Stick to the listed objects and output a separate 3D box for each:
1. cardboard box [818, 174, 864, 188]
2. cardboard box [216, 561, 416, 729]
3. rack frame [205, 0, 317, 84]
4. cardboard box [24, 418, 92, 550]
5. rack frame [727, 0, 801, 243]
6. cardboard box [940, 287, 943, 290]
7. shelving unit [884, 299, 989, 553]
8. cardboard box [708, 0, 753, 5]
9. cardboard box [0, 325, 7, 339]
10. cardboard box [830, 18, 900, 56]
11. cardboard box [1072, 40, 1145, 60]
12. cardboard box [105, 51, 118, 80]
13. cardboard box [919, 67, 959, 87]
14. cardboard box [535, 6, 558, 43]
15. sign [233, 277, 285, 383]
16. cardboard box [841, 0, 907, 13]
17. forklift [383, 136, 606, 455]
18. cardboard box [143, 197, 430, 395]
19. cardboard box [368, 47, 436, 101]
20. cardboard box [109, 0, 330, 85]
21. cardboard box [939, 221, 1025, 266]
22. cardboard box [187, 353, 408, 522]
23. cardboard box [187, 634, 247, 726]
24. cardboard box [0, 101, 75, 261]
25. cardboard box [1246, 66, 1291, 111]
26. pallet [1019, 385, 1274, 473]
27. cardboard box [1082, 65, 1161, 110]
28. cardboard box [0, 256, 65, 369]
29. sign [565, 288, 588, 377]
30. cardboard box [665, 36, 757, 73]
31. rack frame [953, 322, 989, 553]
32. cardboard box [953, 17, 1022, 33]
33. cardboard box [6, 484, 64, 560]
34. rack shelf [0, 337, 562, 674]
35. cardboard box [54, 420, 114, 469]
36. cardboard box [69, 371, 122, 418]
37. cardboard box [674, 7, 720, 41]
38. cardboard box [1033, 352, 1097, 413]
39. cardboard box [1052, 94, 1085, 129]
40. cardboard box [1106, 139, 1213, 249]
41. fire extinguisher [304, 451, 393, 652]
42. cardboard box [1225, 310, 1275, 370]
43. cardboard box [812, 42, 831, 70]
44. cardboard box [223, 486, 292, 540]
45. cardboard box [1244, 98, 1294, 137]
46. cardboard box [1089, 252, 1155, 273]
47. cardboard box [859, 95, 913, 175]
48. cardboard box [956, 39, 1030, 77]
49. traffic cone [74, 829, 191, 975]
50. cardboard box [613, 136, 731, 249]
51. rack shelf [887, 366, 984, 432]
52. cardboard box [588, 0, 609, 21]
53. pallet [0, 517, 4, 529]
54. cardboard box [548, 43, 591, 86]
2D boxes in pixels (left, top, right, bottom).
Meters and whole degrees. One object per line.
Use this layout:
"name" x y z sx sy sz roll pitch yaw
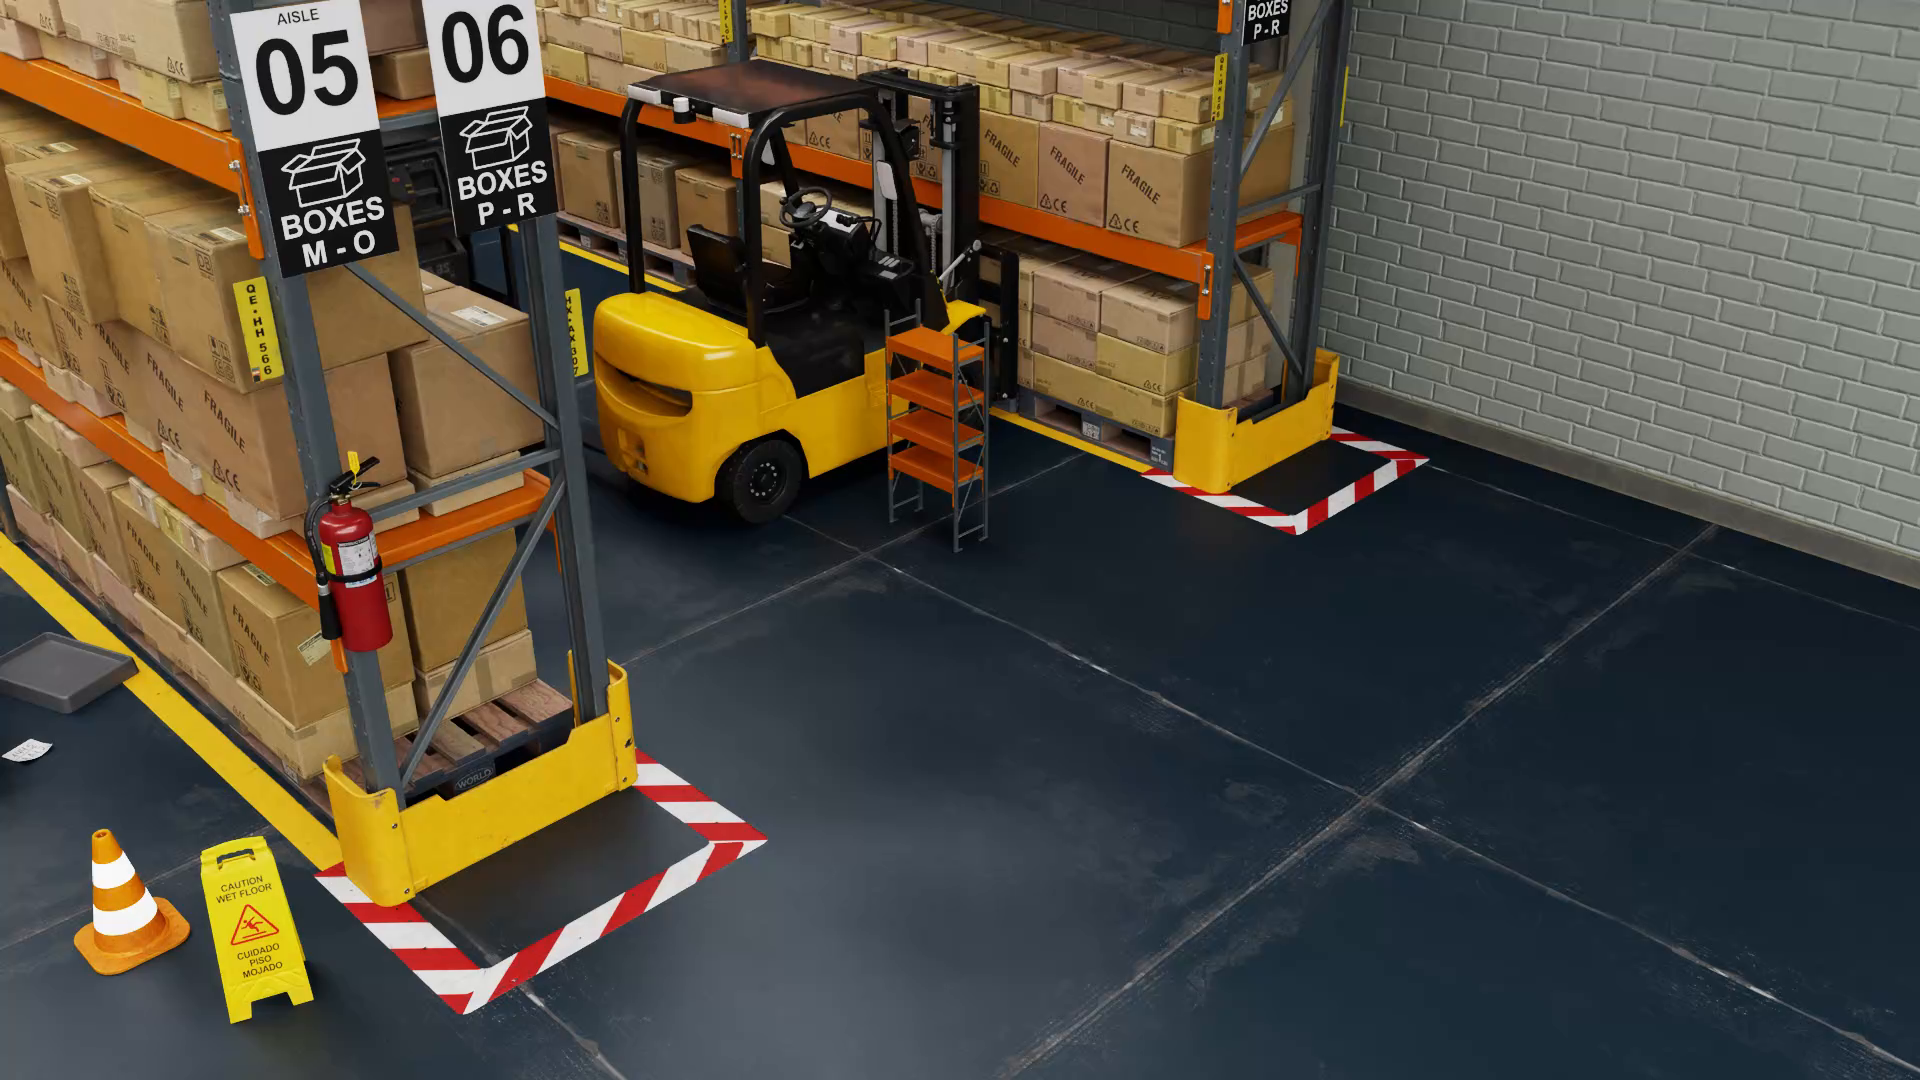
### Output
"cardboard box" -0.672 -2.449 11.613 0.500 0.250 0.500 -24 36 -38
"cardboard box" -2.537 0.344 6.570 0.500 0.500 0.500 25 37 39
"rack frame" -1.783 -2.835 4.473 0.127 3.000 1.000 25 36 38
"cardboard box" -4.014 -0.333 7.858 0.500 0.500 0.500 -24 36 -37
"rack frame" -1.158 -3.134 11.487 0.127 3.000 1.000 25 36 38
"cardboard box" 0.041 -1.567 10.473 0.500 0.250 0.500 24 36 38
"shelving unit" -0.118 -0.585 8.573 0.503 1.200 0.258 25 36 38
"cardboard box" -1.590 -3.838 12.021 0.250 0.149 0.380 24 36 38
"cardboard box" -4.419 -1.100 7.888 0.380 0.149 0.250 -24 36 -38
"cardboard box" -0.589 -3.141 10.376 0.380 0.149 0.250 -24 36 -38
"cardboard box" 0.872 -2.814 9.754 0.380 0.149 0.250 -24 36 -38
"cardboard box" -2.734 -1.693 5.794 0.250 0.149 0.380 25 37 39
"cardboard box" -0.027 -2.763 9.977 0.250 0.149 0.380 24 36 37
"cardboard box" -3.148 -4.027 12.810 0.500 0.250 0.500 24 36 37
"sign" -2.187 -0.655 5.189 0.005 0.325 0.100 25 36 38
"cardboard box" -0.569 -3.497 11.054 0.250 0.149 0.380 23 36 37
"forklift" -3.164 -1.955 9.318 3.031 2.935 1.130 24 36 38
"cardboard box" -2.300 -0.893 5.724 0.500 0.500 0.700 24 36 37
"cardboard box" -1.792 -1.613 5.641 0.250 0.149 0.380 25 36 38
"cardboard box" -2.337 -1.651 5.285 0.500 0.250 0.500 24 36 38
"cardboard box" 0.056 -1.781 10.342 0.500 0.250 0.500 24 36 37
"cardboard box" -2.363 -0.442 5.940 0.500 0.500 0.500 24 36 38
"cardboard box" -2.912 0.505 7.070 0.500 0.250 0.500 25 37 39
"cardboard box" -3.786 -1.541 6.957 0.500 0.500 0.700 24 36 37
"cardboard box" 1.605 -2.472 9.104 0.250 0.149 0.380 24 36 37
"pallet" 1.120 -0.830 10.102 1.213 0.211 1.003 25 36 38
"cardboard box" 0.888 -2.485 9.129 0.380 0.149 0.250 -24 36 -38
"cardboard box" -3.794 -1.101 7.194 0.500 0.500 0.500 24 36 38
"sign" -1.403 -0.743 6.011 0.005 0.325 0.100 25 36 38
"cardboard box" -1.687 -3.364 11.549 0.500 0.250 0.500 24 36 37
"rack frame" 0.056 -0.505 8.422 0.015 1.200 0.240 25 36 38
"cardboard box" 0.172 -3.164 10.421 0.250 0.149 0.380 24 36 38
"cardboard box" -4.404 -0.172 8.357 0.500 0.250 0.500 23 35 36
"rack shelf" -3.209 -0.514 7.278 4.000 0.370 1.077 25 36 38
"cardboard box" -3.795 -0.476 7.433 0.380 0.149 0.250 -23 35 -36
"cardboard box" -3.531 -0.671 7.074 0.250 0.149 0.380 24 36 38
"cardboard box" -1.754 -3.581 11.533 0.250 0.149 0.380 24 36 38
"cardboard box" 0.790 -1.011 9.954 0.500 0.250 0.500 25 36 38
"cardboard box" 0.737 -2.443 9.369 0.250 0.149 0.380 24 36 38
"cardboard box" 1.159 -1.946 9.121 0.500 0.500 0.500 24 36 37
"fire extinguisher" -2.025 0.044 5.526 0.183 0.674 0.296 25 36 38
"cardboard box" 1.505 -1.241 9.853 0.500 0.250 0.500 -25 36 -38
"cardboard box" -0.724 -3.114 10.645 0.250 0.149 0.380 24 36 38
"cardboard box" -2.458 -0.166 6.112 0.250 0.149 0.380 24 36 38
"cardboard box" 1.634 -2.357 9.205 0.250 0.149 0.380 23 36 37
"cardboard box" 1.125 -1.621 10.040 0.500 0.250 0.500 25 36 38
"cardboard box" -0.280 -2.617 10.397 0.500 0.500 0.500 24 36 38
"cardboard box" 0.193 -2.837 9.799 0.380 0.149 0.250 -25 36 -38
"traffic cone" -2.994 1.231 5.913 0.334 0.463 0.336 25 36 38
"cardboard box" -2.086 -2.691 12.745 0.625 0.625 0.875 24 36 38
"rack shelf" -0.118 -0.724 8.501 0.480 0.148 0.258 25 36 38
"cardboard box" -2.489 -3.910 12.159 0.380 0.149 0.250 -25 37 -39
"pallet" -5.192 -0.505 9.483 1.213 0.211 1.003 25 36 38
"cardboard box" -2.769 -3.645 12.621 0.500 0.250 0.500 -24 36 -38
